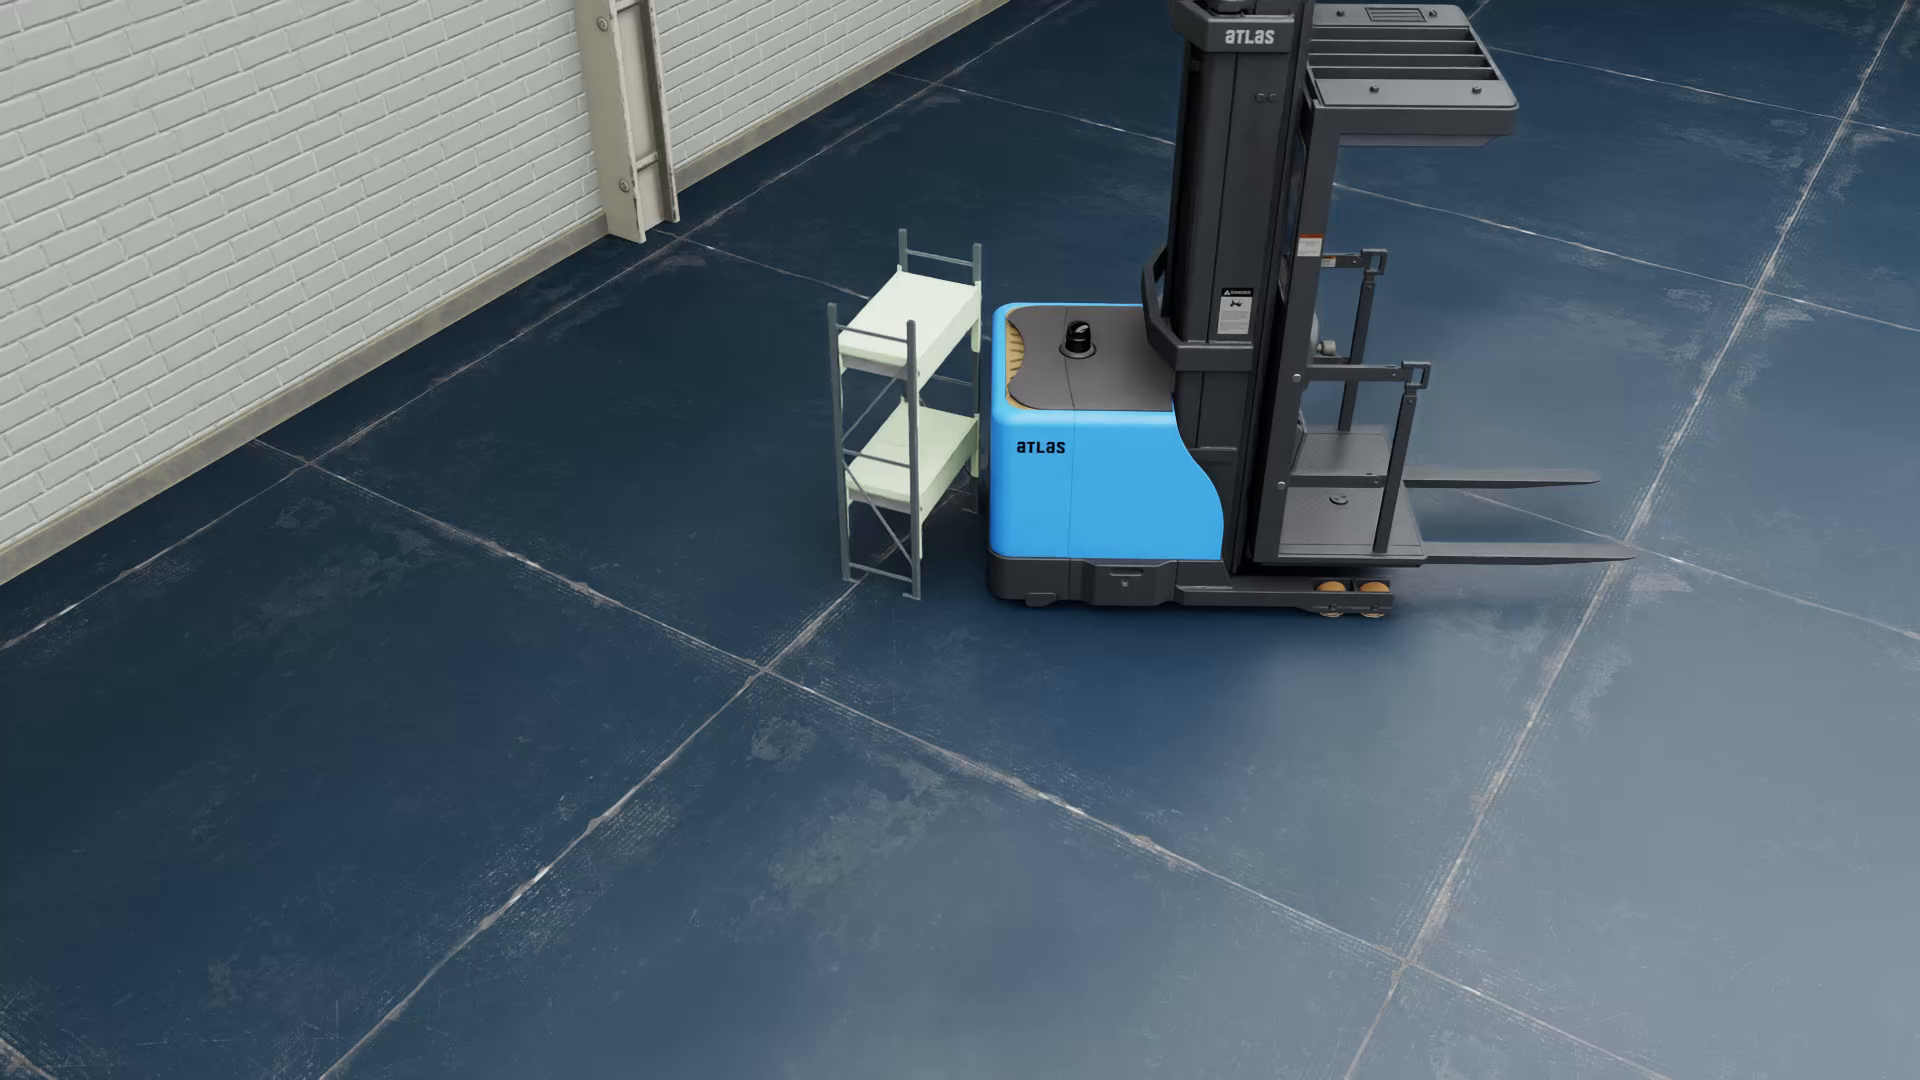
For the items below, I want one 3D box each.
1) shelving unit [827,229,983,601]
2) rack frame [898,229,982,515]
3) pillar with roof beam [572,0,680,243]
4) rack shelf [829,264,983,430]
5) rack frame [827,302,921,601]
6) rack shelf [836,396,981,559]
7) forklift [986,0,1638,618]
[{"bbox_3d":[-0.232,-0.565,7.695,0.431,1.500,0.755,14,40,18],"label":"shelving unit"},{"bbox_3d":[-0.092,-0.772,7.962,0.400,1.500,0.023,14,40,18],"label":"rack frame"},{"bbox_3d":[1.566,-4.207,6.276,9.100,9.000,0.400,21,42,25],"label":"pillar with roof beam"},{"bbox_3d":[-0.232,-0.875,7.456,0.431,0.370,0.720,14,40,18],"label":"rack shelf"},{"bbox_3d":[-0.373,-0.359,7.427,0.400,1.500,0.023,14,40,18],"label":"rack frame"},{"bbox_3d":[-0.232,-0.307,7.894,0.431,0.370,0.720,14,40,18],"label":"rack shelf"},{"bbox_3d":[1.646,-1.131,7.255,3.031,2.935,1.130,1,38,1],"label":"forklift"}]
